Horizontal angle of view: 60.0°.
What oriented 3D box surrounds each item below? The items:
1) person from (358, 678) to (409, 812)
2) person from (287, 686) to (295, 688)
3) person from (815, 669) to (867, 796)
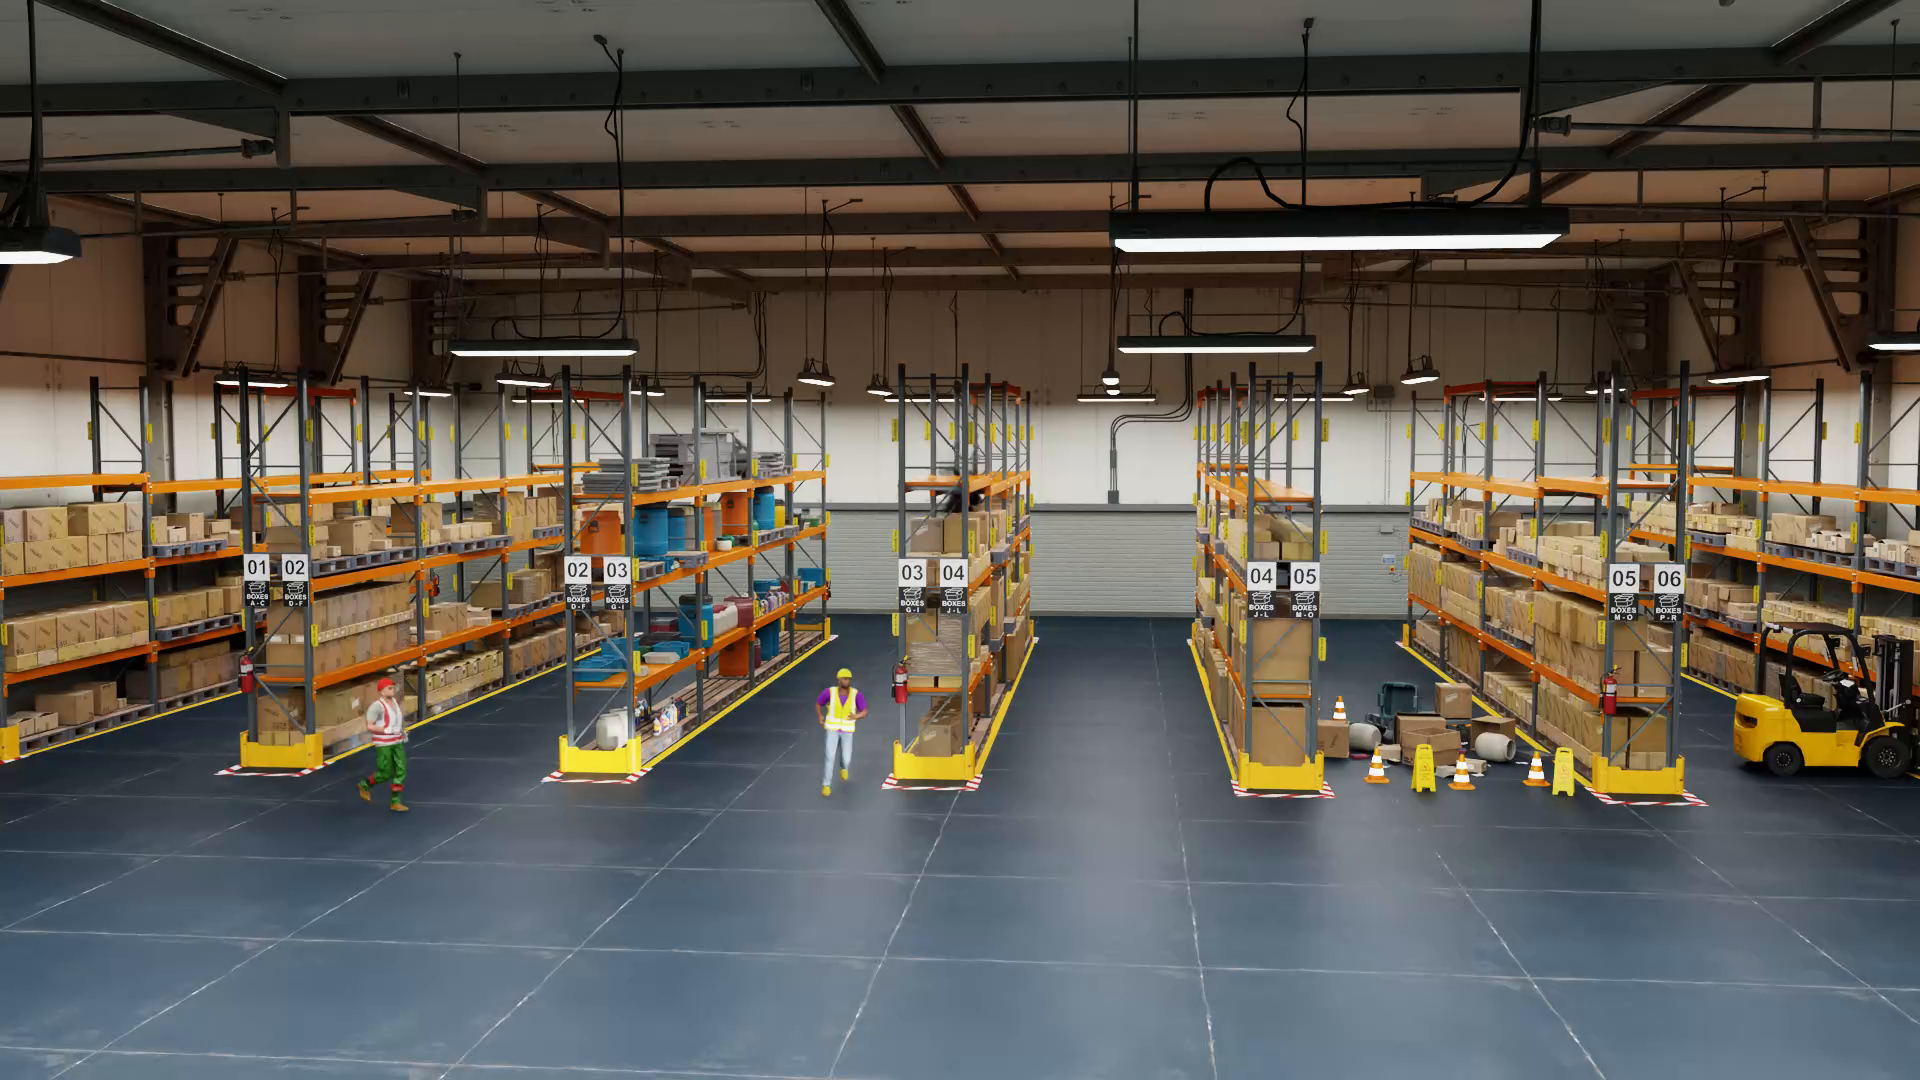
[{"bbox_3d":[-7.616,2.705,22.038,0.752,1.757,0.650,2,4,23],"label":"person"},{"bbox_3d":[-11.432,2.292,28.658,0.586,1.685,0.891,0,4,1],"label":"person"},{"bbox_3d":[-1.664,2.666,23.361,0.733,1.724,0.825,-1,4,-9],"label":"person"}]
